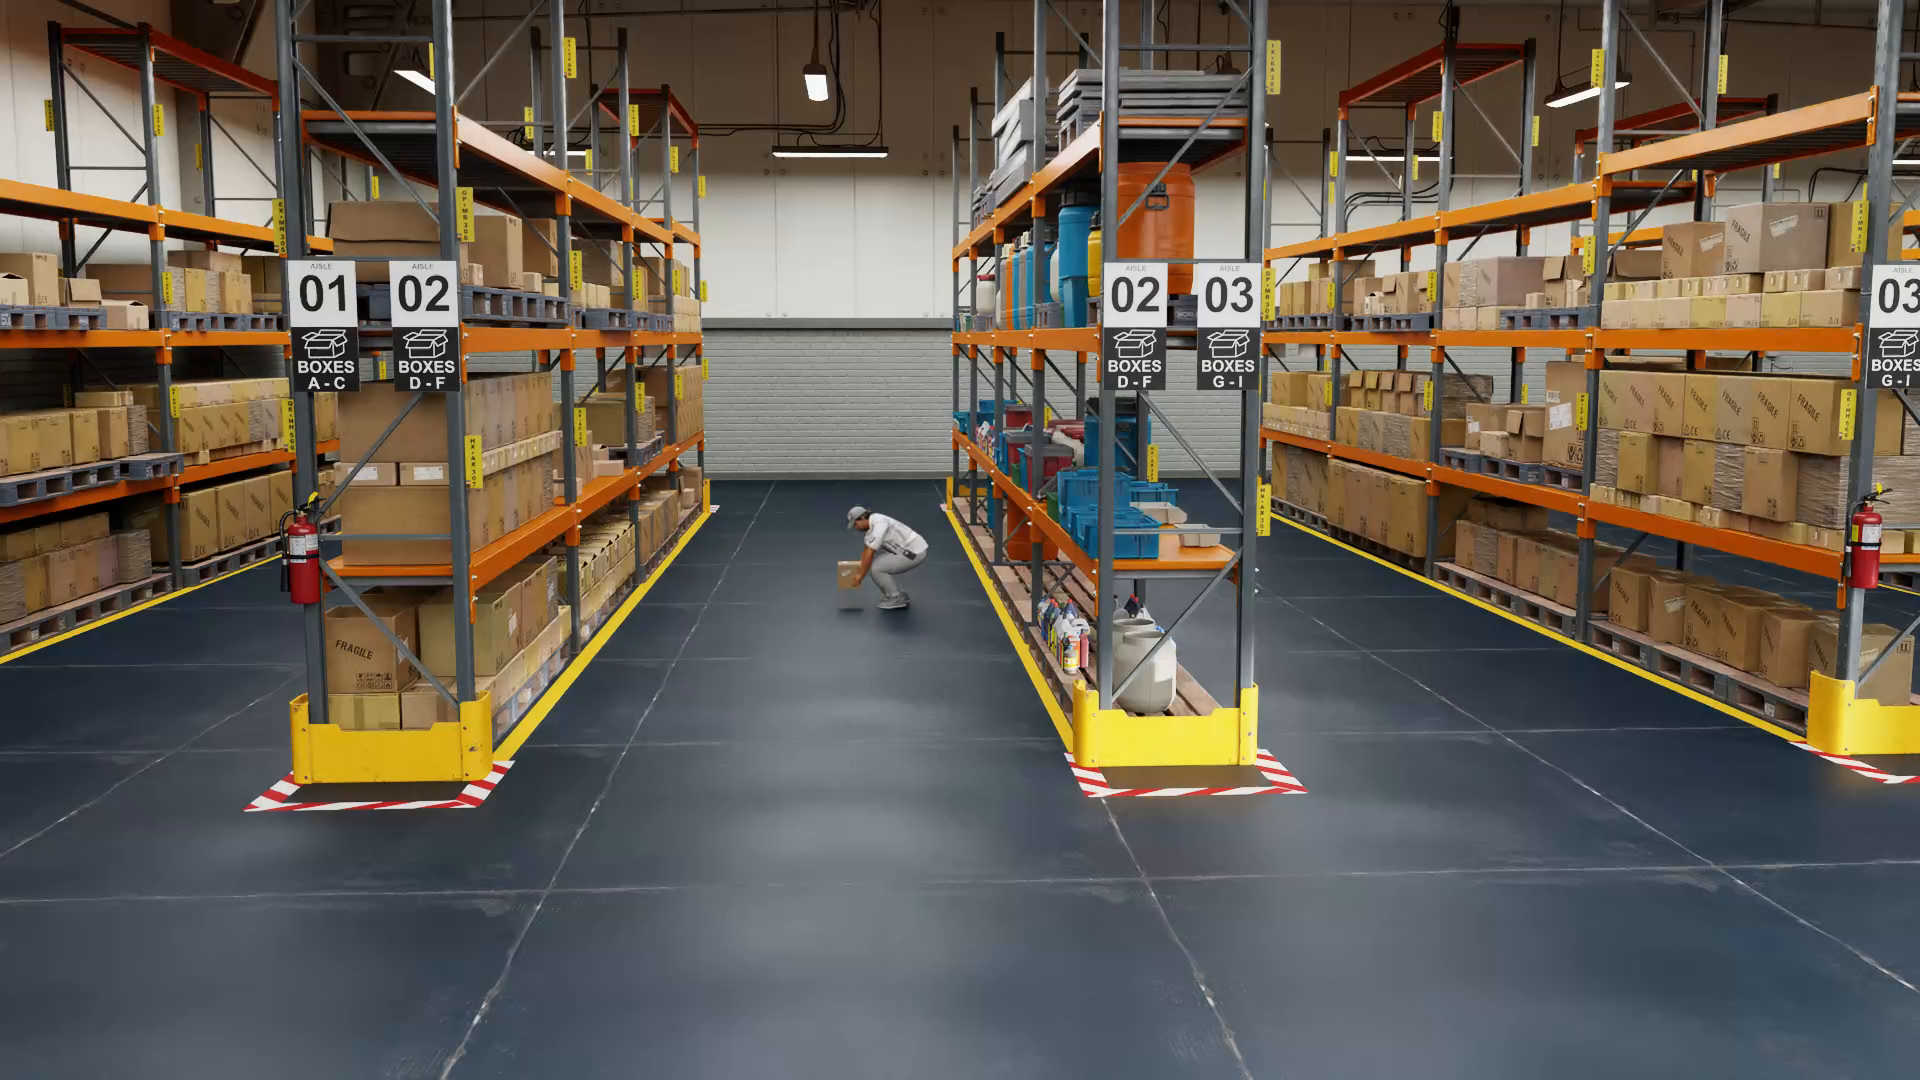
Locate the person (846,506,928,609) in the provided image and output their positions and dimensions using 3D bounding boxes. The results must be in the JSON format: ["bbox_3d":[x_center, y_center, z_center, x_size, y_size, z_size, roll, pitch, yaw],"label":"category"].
[{"bbox_3d":[-0.740,0.168,16.966,0.834,1.041,0.532,0,7,-4],"label":"person"}]
